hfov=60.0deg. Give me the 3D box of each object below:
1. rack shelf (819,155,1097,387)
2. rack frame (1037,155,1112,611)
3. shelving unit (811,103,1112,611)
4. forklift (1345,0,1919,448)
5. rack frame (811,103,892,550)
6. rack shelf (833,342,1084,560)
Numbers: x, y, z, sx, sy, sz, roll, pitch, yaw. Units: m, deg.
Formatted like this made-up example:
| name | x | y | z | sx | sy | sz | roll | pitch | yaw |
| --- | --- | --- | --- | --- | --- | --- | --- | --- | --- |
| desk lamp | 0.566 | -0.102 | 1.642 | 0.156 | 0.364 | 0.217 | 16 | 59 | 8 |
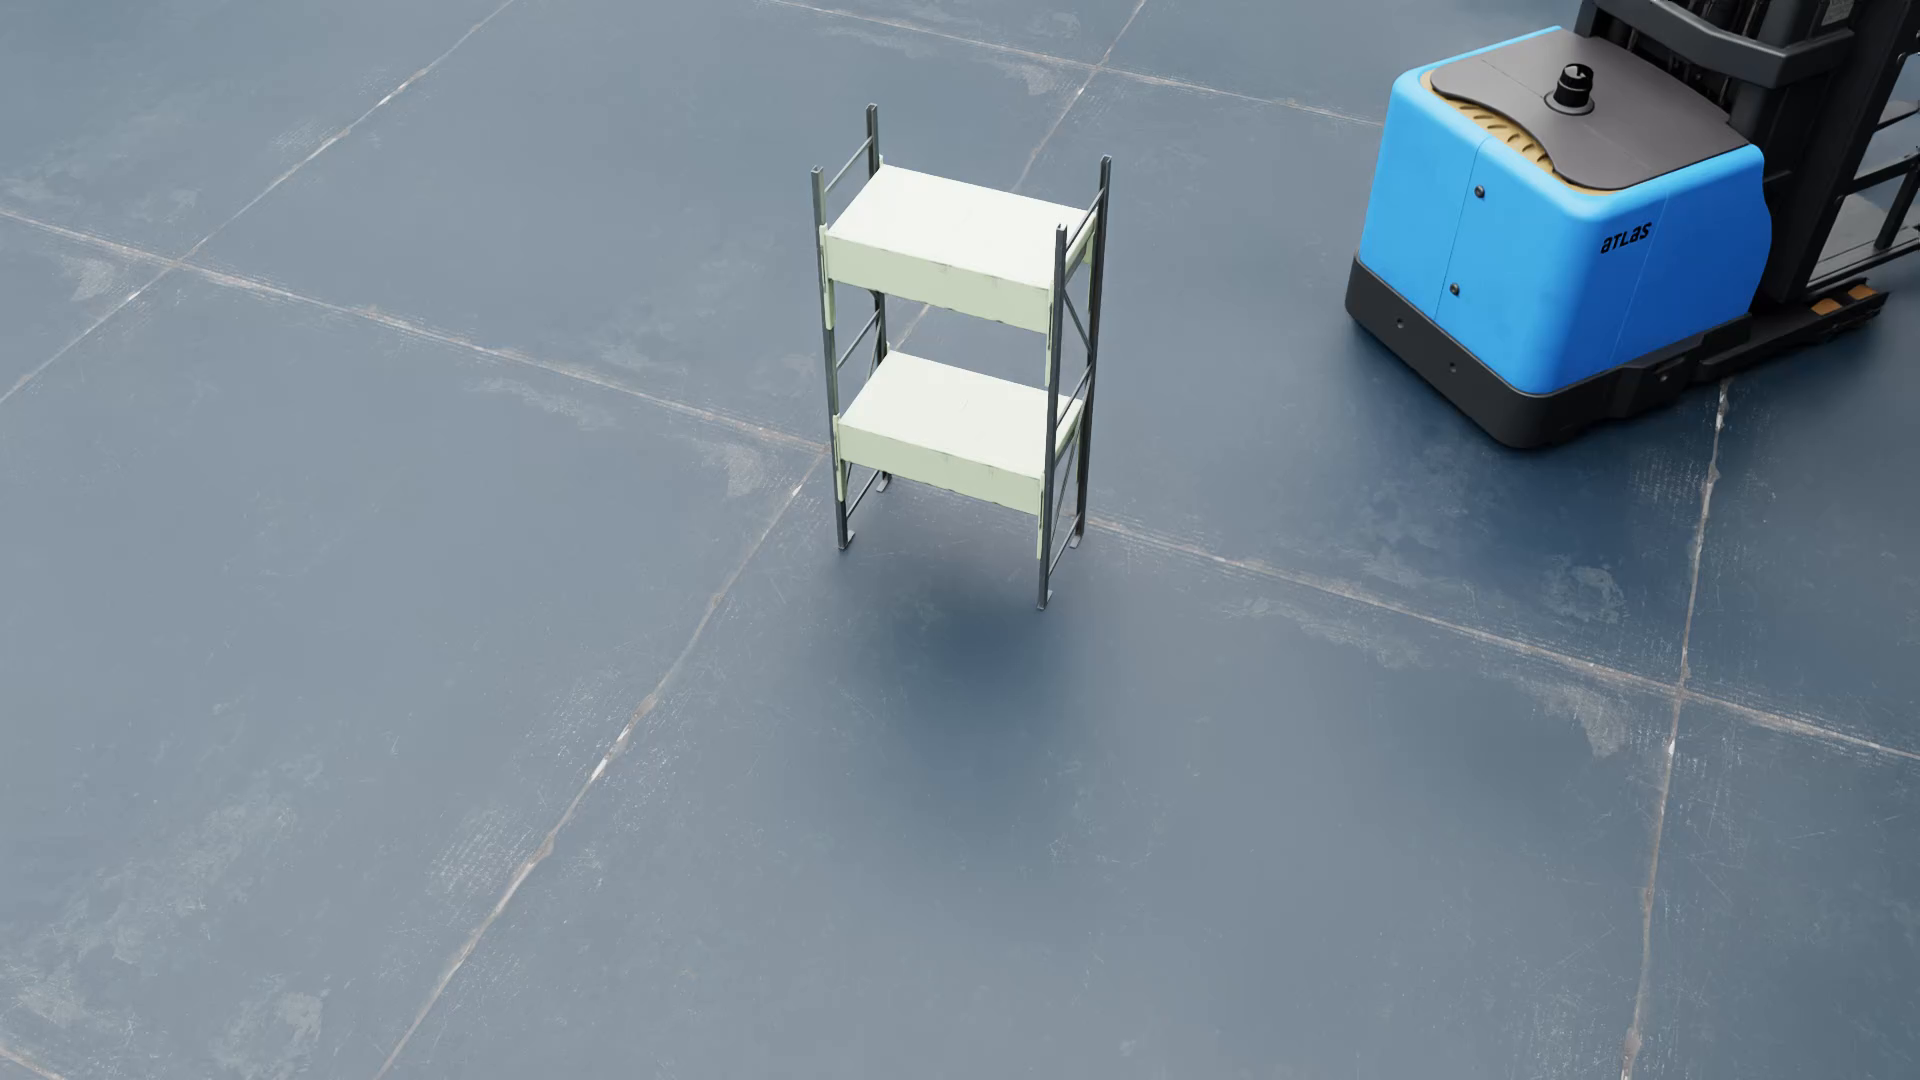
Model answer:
| name | x | y | z | sx | sy | sz | roll | pitch | yaw |
| --- | --- | --- | --- | --- | --- | --- | --- | --- | --- |
| rack shelf | 0.006 | -0.807 | 4.944 | 0.720 | 0.370 | 0.431 | 16 | 47 | 16 |
| rack frame | 0.344 | -0.430 | 5.119 | 0.023 | 1.500 | 0.400 | 16 | 47 | 16 |
| shelving unit | 0.006 | -0.530 | 5.219 | 0.755 | 1.500 | 0.431 | 16 | 47 | 16 |
| forklift | 3.065 | -2.126 | 5.808 | 3.031 | 2.935 | 1.130 | -21 | 49 | -20 |
| rack frame | -0.332 | -0.629 | 5.319 | 0.023 | 1.500 | 0.400 | 16 | 47 | 16 |
| rack shelf | 0.006 | -0.299 | 5.449 | 0.720 | 0.370 | 0.431 | 16 | 47 | 16 |
